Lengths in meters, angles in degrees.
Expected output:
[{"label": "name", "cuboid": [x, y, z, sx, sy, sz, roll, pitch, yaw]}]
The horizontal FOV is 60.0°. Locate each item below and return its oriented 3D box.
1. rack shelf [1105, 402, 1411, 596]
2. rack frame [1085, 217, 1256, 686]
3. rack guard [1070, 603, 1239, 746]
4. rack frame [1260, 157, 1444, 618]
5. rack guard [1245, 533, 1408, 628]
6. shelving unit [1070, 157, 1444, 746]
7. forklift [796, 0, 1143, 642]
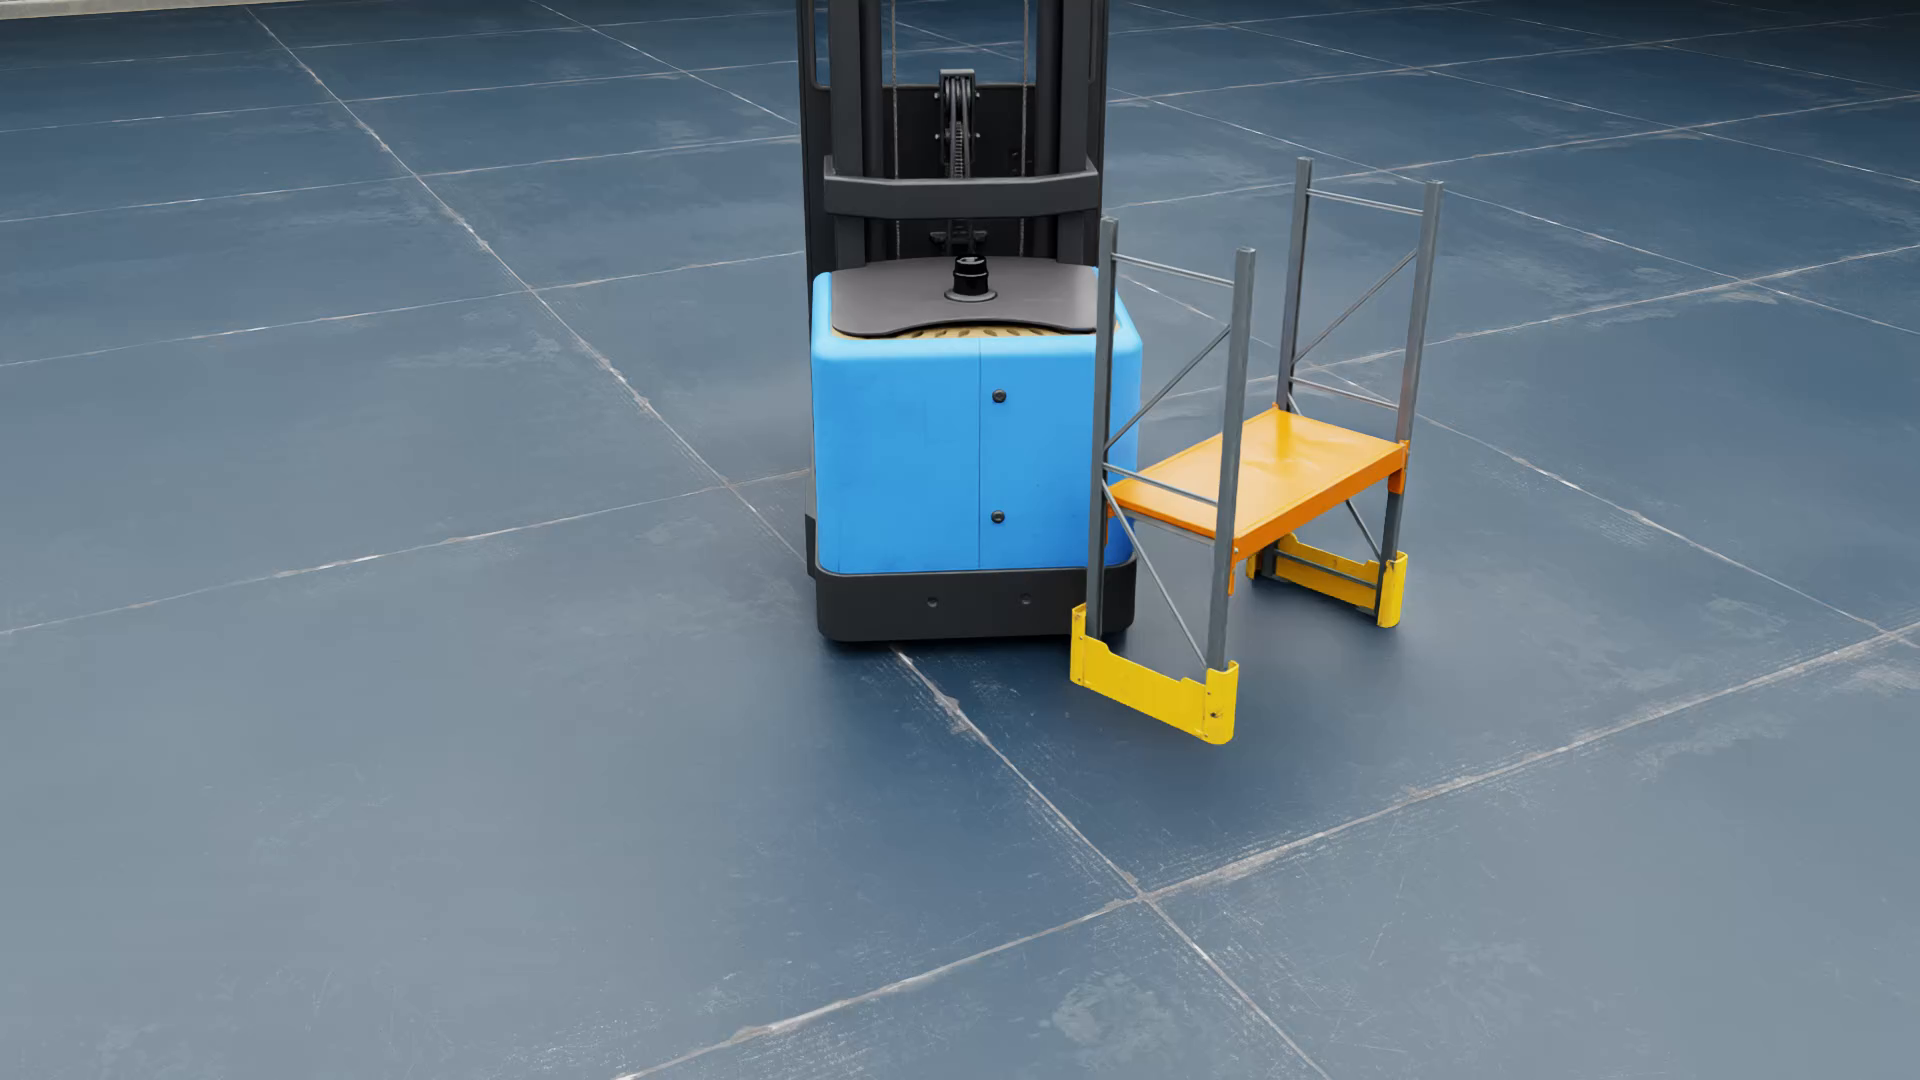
[{"label": "rack shelf", "cuboid": [0.931, -0.156, 5.257, 0.538, 0.185, 1.000, 22, 33, 38]}, {"label": "rack frame", "cuboid": [0.586, -0.156, 4.842, 0.500, 1.500, 0.032, 22, 33, 38]}, {"label": "rack guard", "cuboid": [0.587, 0.407, 5.113, 0.587, 0.250, 0.087, 22, 33, 38]}, {"label": "rack frame", "cuboid": [1.275, -0.479, 5.516, 0.500, 1.500, 0.032, 22, 33, 38]}, {"label": "rack guard", "cuboid": [1.262, 0.090, 5.773, 0.587, 0.250, 0.087, 22, 33, 38]}, {"label": "shelving unit", "cuboid": [0.925, -0.315, 5.173, 0.587, 1.500, 1.083, 22, 33, 38]}, {"label": "forklift", "cuboid": [-0.044, -1.592, 6.180, 1.130, 2.935, 3.031, -2, 26, -4]}]
